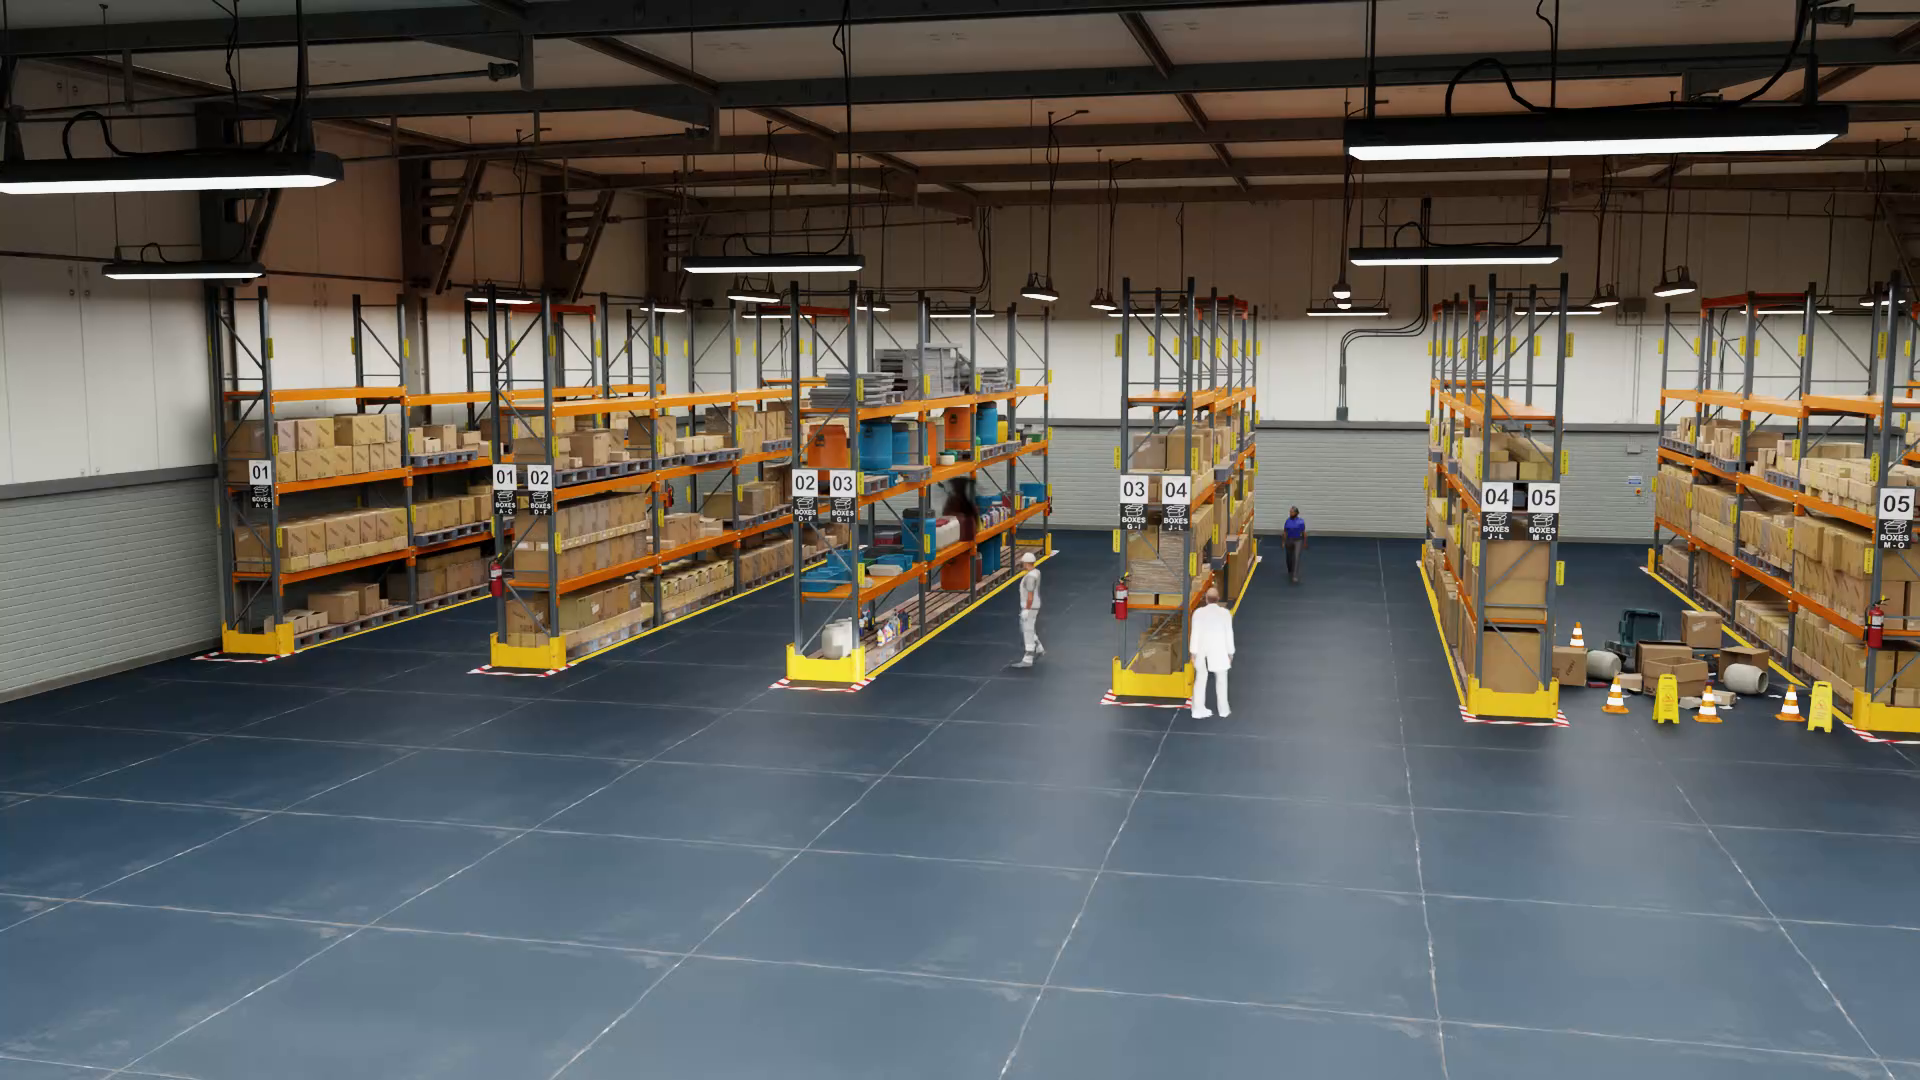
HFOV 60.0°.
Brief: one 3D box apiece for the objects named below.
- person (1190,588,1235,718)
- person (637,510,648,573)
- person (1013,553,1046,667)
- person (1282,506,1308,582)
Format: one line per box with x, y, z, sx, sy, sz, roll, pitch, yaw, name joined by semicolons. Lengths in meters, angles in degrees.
3.487;1.576;22.665;0.551;1.666;0.639;5;8;37;person
-7.138;-0.160;37.309;0.544;1.763;0.575;2;7;14;person
1.106;1.092;26.276;0.510;1.789;0.630;0;7;3;person
7.242;0.074;35.965;0.538;1.609;0.928;2;7;18;person
